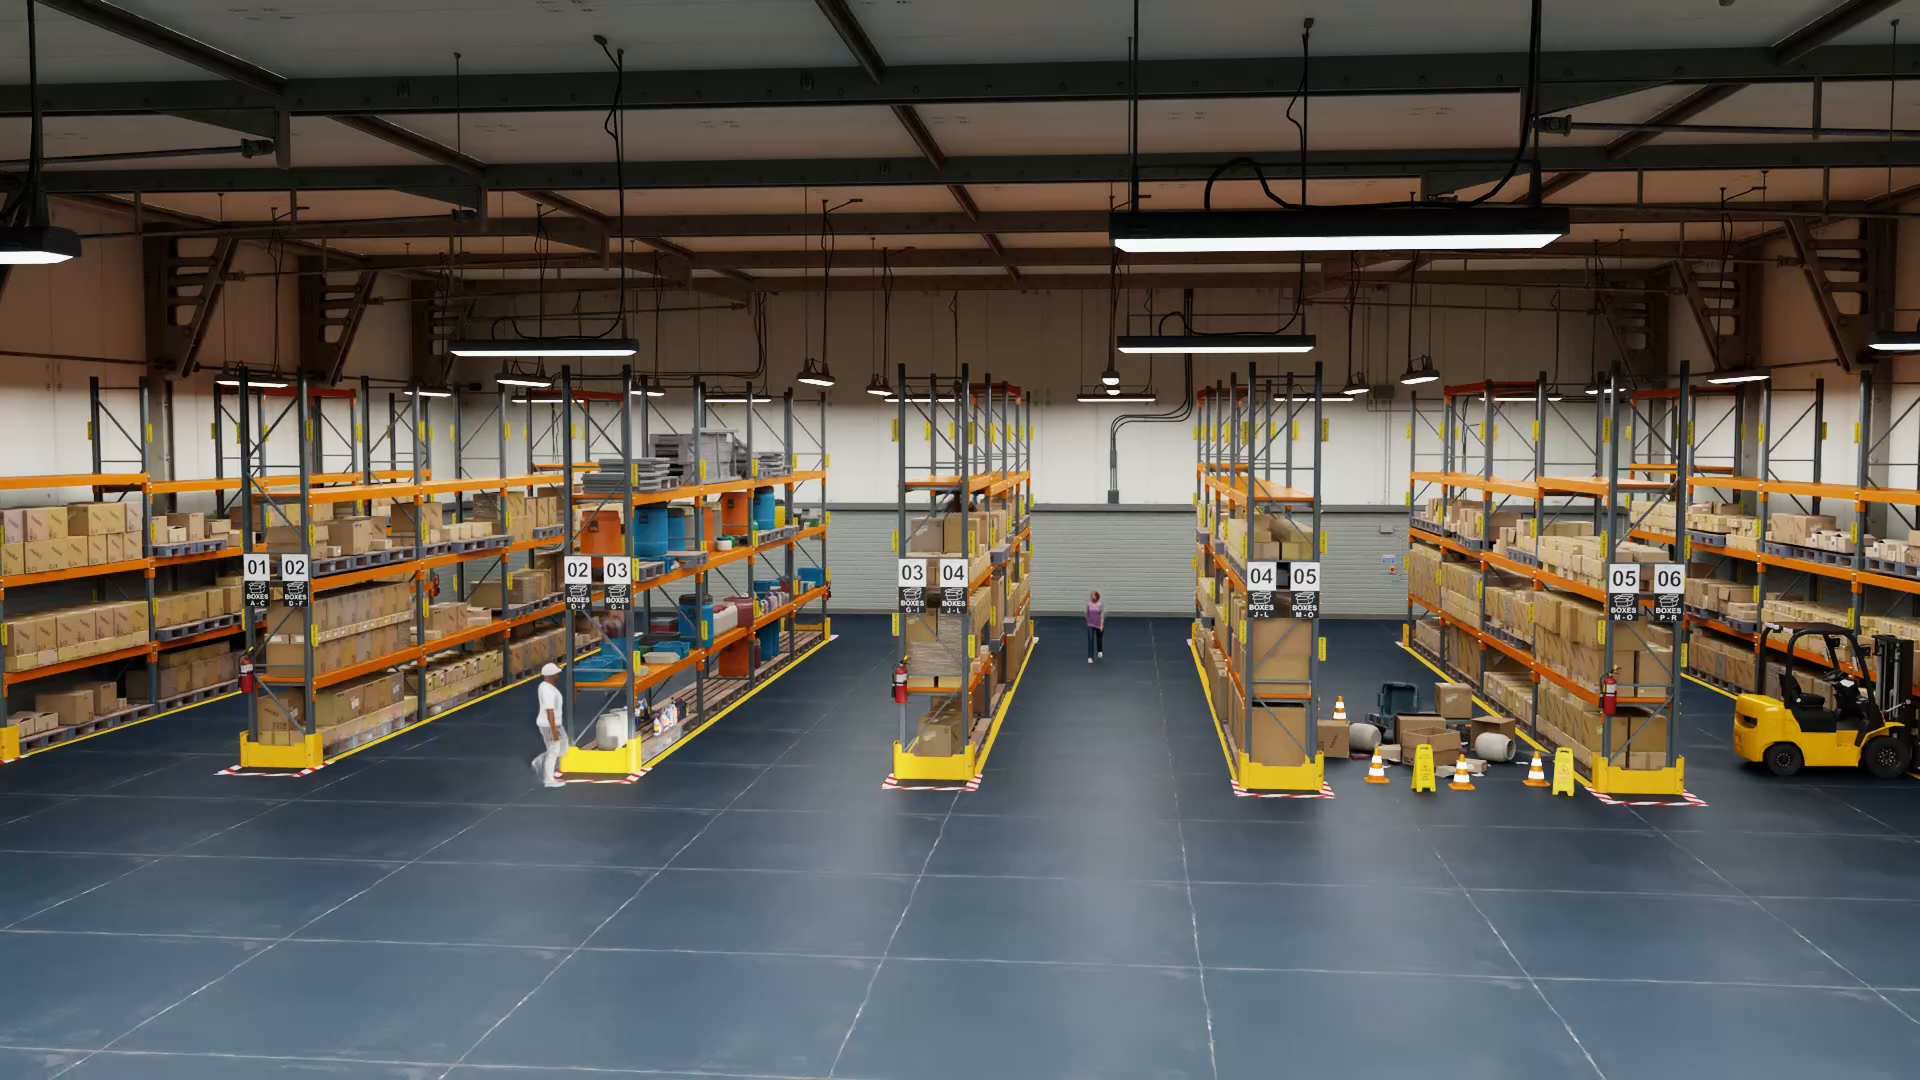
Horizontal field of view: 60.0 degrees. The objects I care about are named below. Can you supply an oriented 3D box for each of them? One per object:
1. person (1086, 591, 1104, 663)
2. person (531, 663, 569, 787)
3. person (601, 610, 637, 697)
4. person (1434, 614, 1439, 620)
[{"bbox_3d":[2.954,1.858,36.389,0.418,1.489,0.874,1,4,8],"label":"person"},{"bbox_3d":[-5.837,2.608,23.432,0.546,1.754,0.554,0,4,4],"label":"person"},{"bbox_3d":[-6.480,2.132,31.612,0.697,1.832,0.581,-2,4,-28],"label":"person"},{"bbox_3d":[11.611,1.550,40.062,1.063,1.700,0.734,1,4,22],"label":"person"}]
